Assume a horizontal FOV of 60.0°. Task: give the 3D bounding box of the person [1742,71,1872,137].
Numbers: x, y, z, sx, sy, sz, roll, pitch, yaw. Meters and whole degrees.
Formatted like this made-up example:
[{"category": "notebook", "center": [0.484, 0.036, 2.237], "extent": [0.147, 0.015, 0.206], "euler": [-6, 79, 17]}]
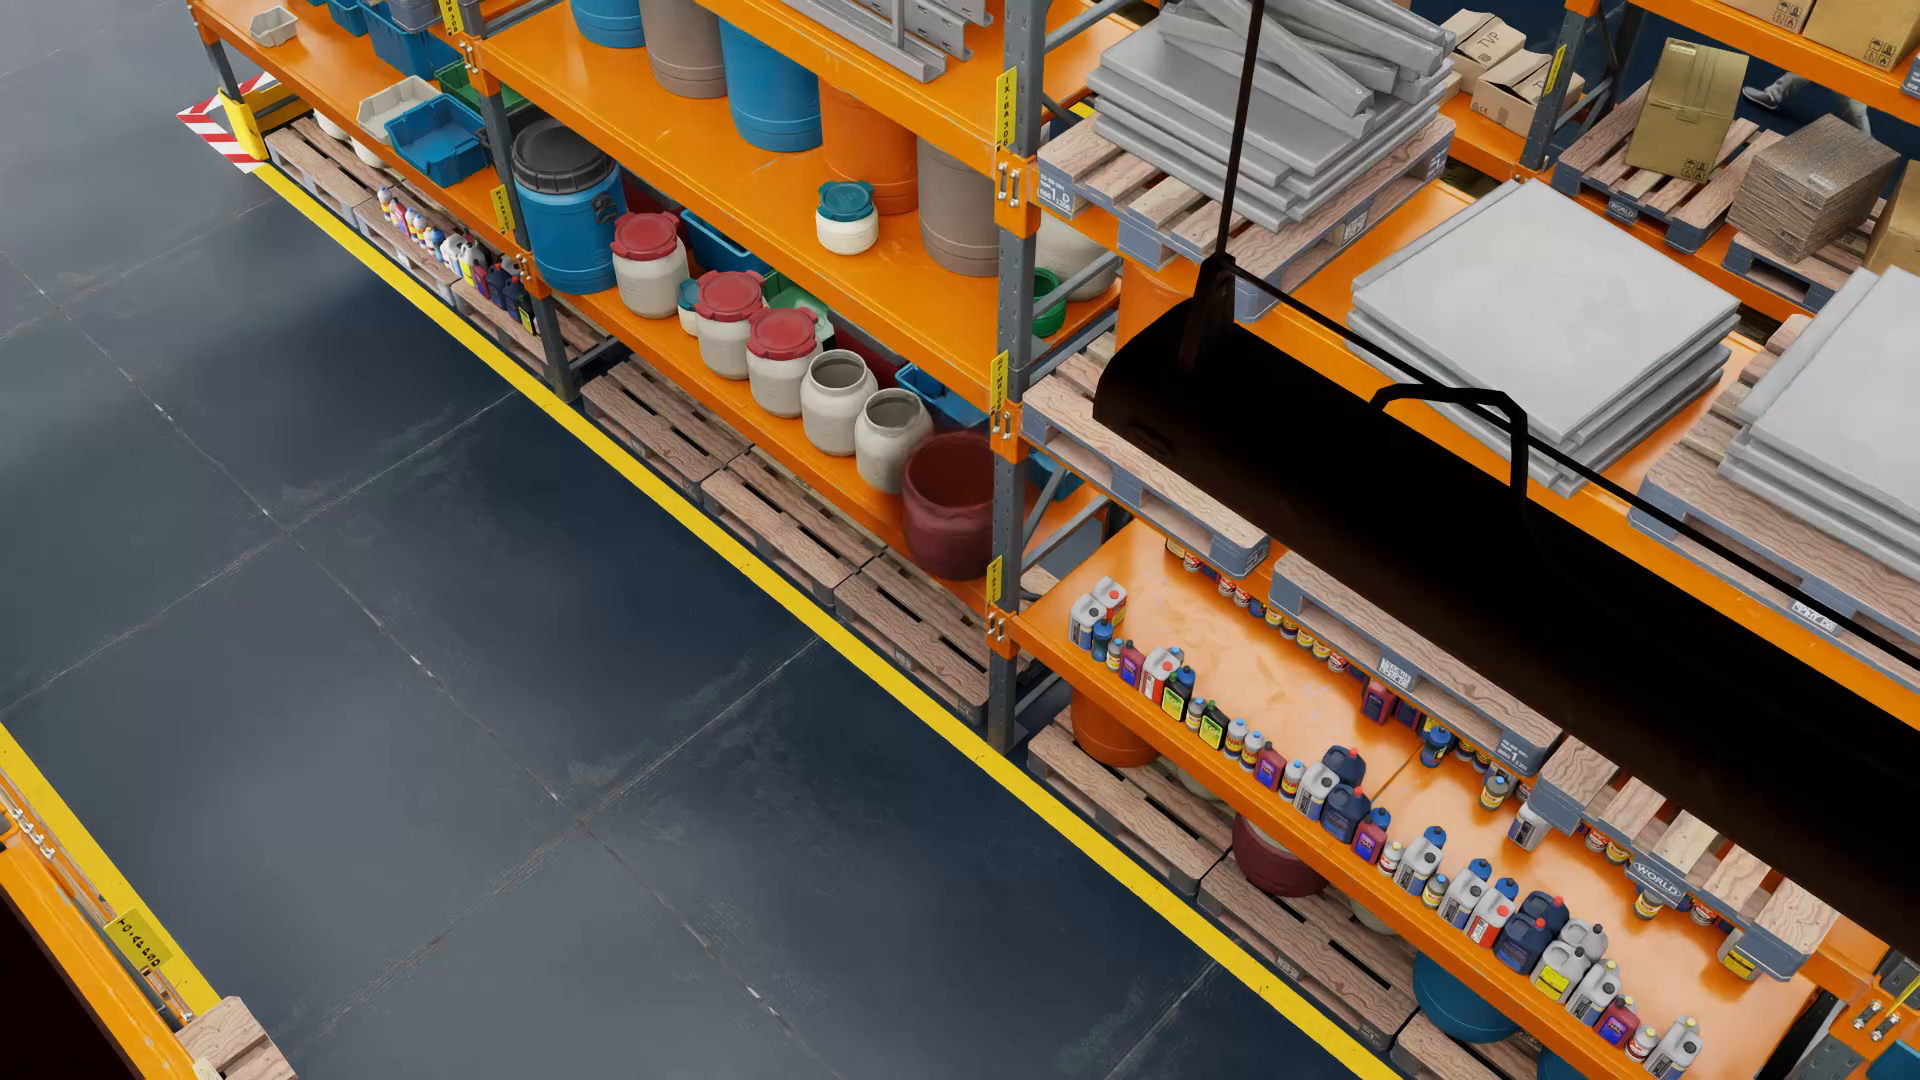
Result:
[{"category": "person", "center": [6.643, -3.795, 12.500], "extent": [1.064, 1.599, 0.589], "euler": [29, 56, 22]}]
